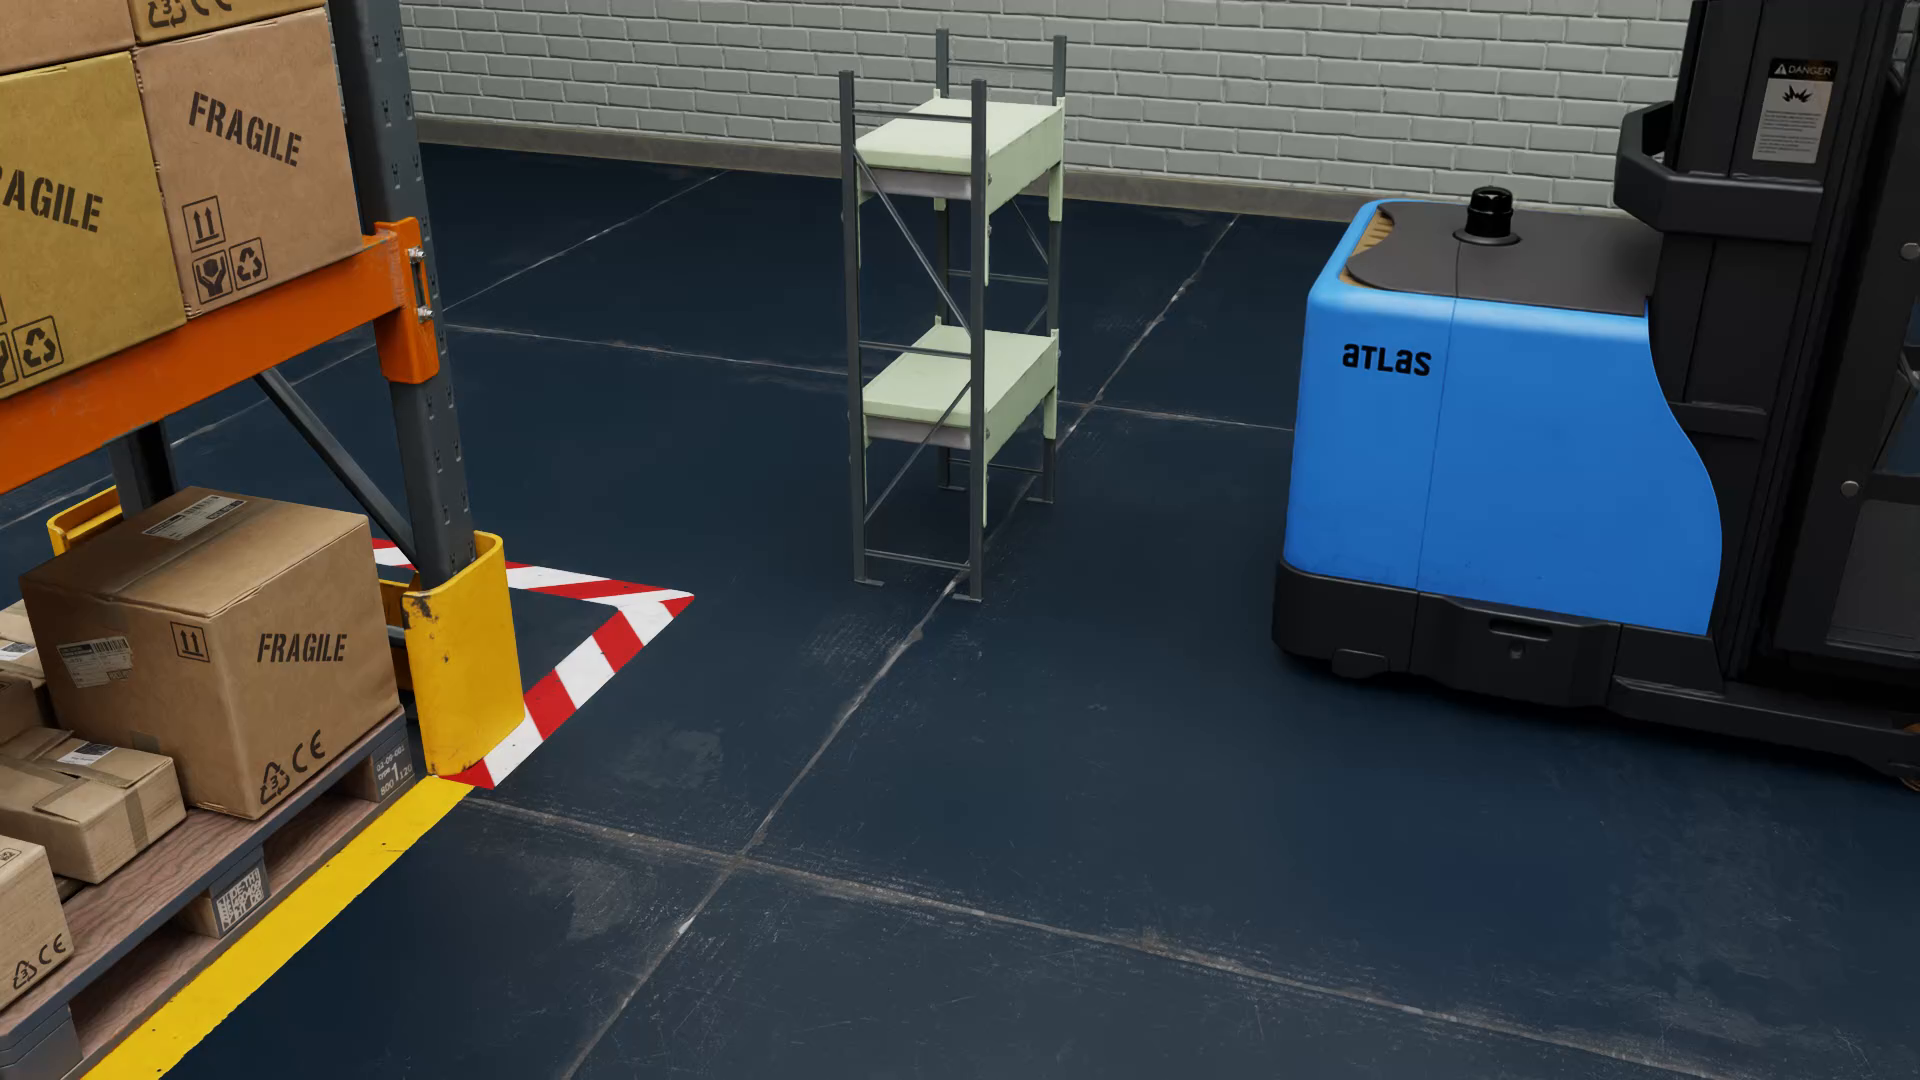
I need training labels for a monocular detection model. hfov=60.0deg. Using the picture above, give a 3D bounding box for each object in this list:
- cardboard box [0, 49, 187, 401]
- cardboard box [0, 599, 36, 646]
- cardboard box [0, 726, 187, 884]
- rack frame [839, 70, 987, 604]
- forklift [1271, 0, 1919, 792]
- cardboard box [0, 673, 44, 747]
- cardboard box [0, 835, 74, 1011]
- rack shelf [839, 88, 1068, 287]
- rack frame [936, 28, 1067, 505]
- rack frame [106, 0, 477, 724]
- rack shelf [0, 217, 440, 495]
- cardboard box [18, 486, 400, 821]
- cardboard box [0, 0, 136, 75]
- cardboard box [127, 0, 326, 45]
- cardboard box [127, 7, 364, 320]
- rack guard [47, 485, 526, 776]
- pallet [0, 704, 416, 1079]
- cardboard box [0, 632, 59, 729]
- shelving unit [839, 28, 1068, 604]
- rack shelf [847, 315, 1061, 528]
[{"bbox_3d":[-1.751,-0.560,2.850,0.500,0.500,0.500,9,27,18],"label":"cardboard box"},{"bbox_3d":[-2.153,0.255,4.048,0.380,0.149,0.250,9,27,17],"label":"cardboard box"},{"bbox_3d":[-1.858,0.537,3.444,0.380,0.166,0.250,9,27,17],"label":"cardboard box"},{"bbox_3d":[-0.124,-0.522,4.607,0.400,1.500,0.023,9,27,17],"label":"rack frame"},{"bbox_3d":[2.421,-0.944,3.836,3.031,2.935,1.130,9,27,18],"label":"forklift"},{"bbox_3d":[-2.305,0.475,3.477,0.500,0.250,0.500,9,27,17],"label":"cardboard box"},{"bbox_3d":[-1.983,0.732,2.946,0.500,0.250,0.500,9,27,17],"label":"cardboard box"},{"bbox_3d":[-0.002,-1.024,4.747,0.431,0.370,0.720,9,27,17],"label":"rack shelf"},{"bbox_3d":[0.120,-0.823,5.228,0.400,1.500,0.023,9,27,17],"label":"rack frame"},{"bbox_3d":[-1.690,-0.952,3.775,1.000,3.000,0.127,9,27,17],"label":"rack frame"},{"bbox_3d":[-2.355,0.193,2.234,1.077,0.370,4.000,9,27,17],"label":"rack shelf"},{"bbox_3d":[-1.638,0.234,3.688,0.500,0.500,0.500,9,27,17],"label":"cardboard box"},{"bbox_3d":[-1.746,-1.017,2.646,0.500,0.500,0.500,10,27,19],"label":"cardboard box"},{"bbox_3d":[-1.579,-1.225,3.075,0.500,0.500,0.500,9,27,17],"label":"cardboard box"},{"bbox_3d":[-1.582,-0.774,3.291,0.500,0.500,0.500,10,27,19],"label":"cardboard box"},{"bbox_3d":[-1.715,0.204,4.255,1.175,0.500,0.348,9,27,17],"label":"rack guard"},{"bbox_3d":[-1.979,0.662,3.641,1.003,0.211,1.213,9,27,17],"label":"pallet"},{"bbox_3d":[-2.236,0.350,3.832,0.380,0.166,0.250,9,27,17],"label":"cardboard box"},{"bbox_3d":[-0.002,-0.672,4.917,0.431,1.500,0.755,9,27,17],"label":"shelving unit"},{"bbox_3d":[-0.002,-0.379,5.060,0.431,0.370,0.720,9,27,17],"label":"rack shelf"}]
